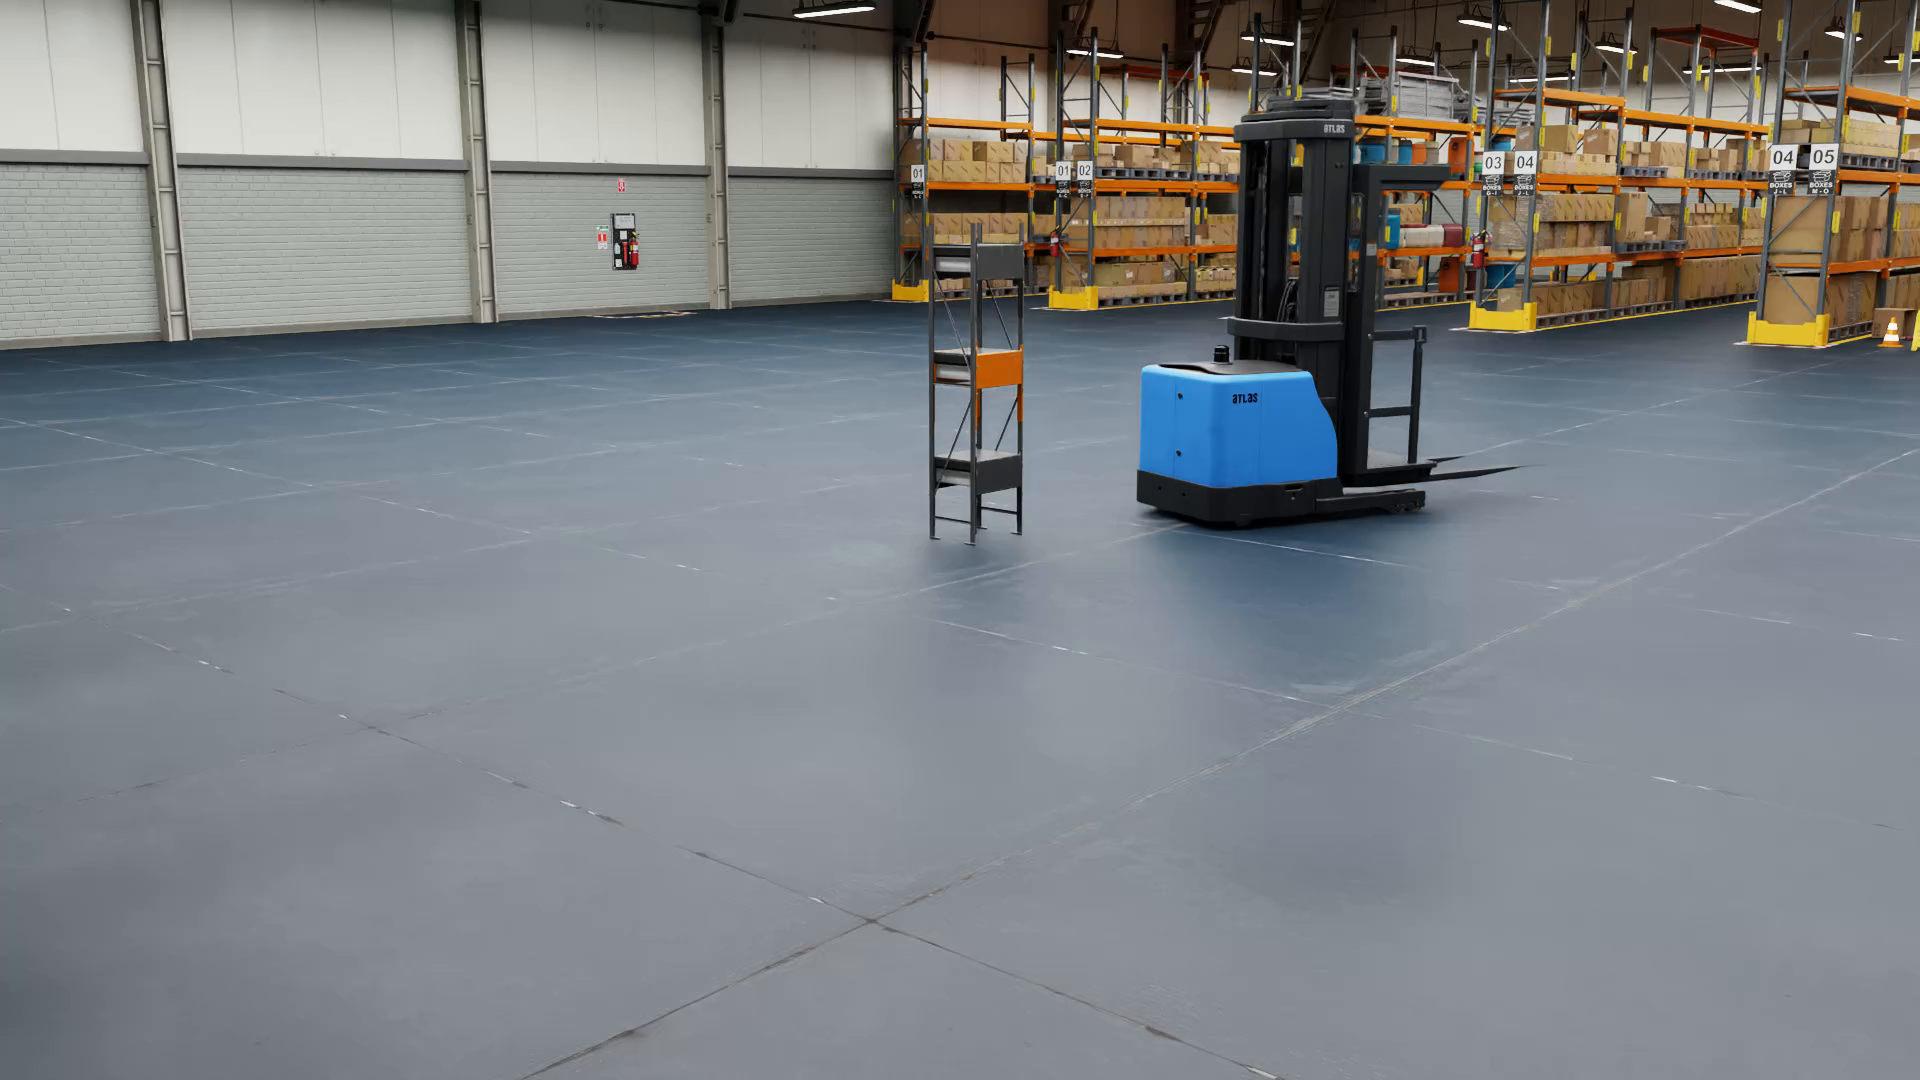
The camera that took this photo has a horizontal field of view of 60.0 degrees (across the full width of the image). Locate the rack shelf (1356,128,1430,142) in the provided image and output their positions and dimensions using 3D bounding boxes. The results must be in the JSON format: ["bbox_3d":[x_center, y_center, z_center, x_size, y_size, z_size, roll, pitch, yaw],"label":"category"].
[{"bbox_3d":[11.783,-11.295,46.633,1.077,0.370,4.000,10,15,40],"label":"rack shelf"}]

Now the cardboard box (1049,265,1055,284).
[{"bbox_3d":[2.235,-7.059,44.155,0.700,0.500,0.500,9,15,39],"label":"cardboard box"}]

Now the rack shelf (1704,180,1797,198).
[{"bbox_3d":[19.221,-8.545,40.511,1.077,0.370,4.000,10,15,40],"label":"rack shelf"}]

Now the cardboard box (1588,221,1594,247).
[{"bbox_3d":[11.920,-6.023,32.692,0.875,0.500,0.500,10,15,40],"label":"cardboard box"}]

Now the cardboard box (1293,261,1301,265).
[{"bbox_3d":[8.969,-7.510,44.500,0.500,0.250,0.500,9,15,39],"label":"cardboard box"}]

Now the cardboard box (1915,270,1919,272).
[{"bbox_3d":[19.557,-5.305,33.511,0.500,0.250,0.500,9,14,38],"label":"cardboard box"}]

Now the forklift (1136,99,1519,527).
[{"bbox_3d":[2.852,-1.709,12.285,3.031,2.935,1.130,-6,13,-27],"label":"forklift"}]

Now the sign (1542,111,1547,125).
[{"bbox_3d":[14.593,-10.540,41.543,0.100,0.325,0.005,10,15,40],"label":"sign"}]

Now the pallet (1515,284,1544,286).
[{"bbox_3d":[14.637,-6.518,43.307,1.003,0.211,1.213,10,15,40],"label":"pallet"}]

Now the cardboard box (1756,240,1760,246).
[{"bbox_3d":[19.034,-7.164,40.060,0.380,0.149,0.250,9,15,40],"label":"cardboard box"}]

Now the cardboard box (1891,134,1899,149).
[{"bbox_3d":[16.147,-6.992,29.195,0.500,0.250,0.500,10,15,40],"label":"cardboard box"}]

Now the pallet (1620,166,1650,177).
[{"bbox_3d":[13.108,-7.411,33.479,1.213,0.211,1.003,10,15,40],"label":"pallet"}]

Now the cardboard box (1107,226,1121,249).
[{"bbox_3d":[3.202,-6.842,37.553,0.700,0.500,0.500,10,15,42],"label":"cardboard box"}]

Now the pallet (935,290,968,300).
[{"bbox_3d":[-0.570,-6.047,40.946,1.003,0.211,1.213,10,15,40],"label":"pallet"}]

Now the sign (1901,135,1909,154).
[{"bbox_3d":[16.697,-6.991,29.373,0.100,0.325,0.005,10,15,40],"label":"sign"}]

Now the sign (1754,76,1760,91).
[{"bbox_3d":[18.317,-10.502,38.232,0.100,0.325,0.005,10,15,40],"label":"sign"}]

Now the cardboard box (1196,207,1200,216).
[{"bbox_3d":[6.623,-9.524,48.257,0.500,0.250,0.500,10,15,42],"label":"cardboard box"}]

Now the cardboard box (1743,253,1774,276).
[{"bbox_3d":[19.579,-6.646,41.181,0.875,0.875,0.875,10,15,40],"label":"cardboard box"}]

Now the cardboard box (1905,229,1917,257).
[{"bbox_3d":[17.493,-5.538,31.026,0.500,0.500,0.500,10,15,40],"label":"cardboard box"}]

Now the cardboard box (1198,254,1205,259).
[{"bbox_3d":[7.065,-8.453,49.527,0.380,0.149,0.250,10,15,40],"label":"cardboard box"}]

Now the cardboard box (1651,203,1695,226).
[{"bbox_3d":[15.756,-7.190,36.735,0.797,0.503,0.637,10,15,42],"label":"cardboard box"}]

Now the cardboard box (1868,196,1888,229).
[{"bbox_3d":[15.734,-5.756,29.233,0.875,0.550,0.550,10,15,40],"label":"cardboard box"}]

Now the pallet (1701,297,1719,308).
[{"bbox_3d":[16.643,-5.461,38.014,1.003,0.211,1.213,10,15,40],"label":"pallet"}]

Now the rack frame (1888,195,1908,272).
[{"bbox_3d":[18.920,-5.887,33.030,1.000,3.000,0.127,10,15,40],"label":"rack frame"}]

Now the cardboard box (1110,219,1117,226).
[{"bbox_3d":[3.300,-7.121,37.293,0.380,0.149,0.250,10,15,41],"label":"cardboard box"}]

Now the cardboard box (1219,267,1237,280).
[{"bbox_3d":[6.655,-6.624,41.233,0.500,0.311,0.500,10,15,42],"label":"cardboard box"}]

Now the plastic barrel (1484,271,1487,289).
[{"bbox_3d":[12.901,-6.505,41.401,0.421,0.512,0.421,0,11,0],"label":"plastic barrel"}]

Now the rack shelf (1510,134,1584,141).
[{"bbox_3d":[15.501,-10.460,43.463,1.077,0.370,4.000,10,15,40],"label":"rack shelf"}]

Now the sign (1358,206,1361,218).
[{"bbox_3d":[10.882,-8.910,45.207,0.100,0.325,0.005,10,15,40],"label":"sign"}]

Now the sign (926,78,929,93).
[{"bbox_3d":[-0.775,-10.656,39.003,0.100,0.325,0.005,10,15,40],"label":"sign"}]

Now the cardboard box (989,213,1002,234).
[{"bbox_3d":[0.712,-7.924,41.643,0.500,0.500,0.500,9,15,39],"label":"cardboard box"}]

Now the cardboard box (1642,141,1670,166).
[{"bbox_3d":[14.465,-8.058,34.709,0.500,0.500,0.500,10,15,41],"label":"cardboard box"}]

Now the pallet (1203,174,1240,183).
[{"bbox_3d":[6.705,-8.927,41.071,1.003,0.211,1.213,11,16,43],"label":"pallet"}]

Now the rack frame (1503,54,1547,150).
[{"bbox_3d":[14.181,-10.714,41.880,1.000,3.000,0.127,10,15,40],"label":"rack frame"}]

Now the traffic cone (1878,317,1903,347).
[{"bbox_3d":[15.056,-3.361,26.857,0.336,0.463,0.334,10,15,40],"label":"traffic cone"}]

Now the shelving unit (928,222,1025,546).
[{"bbox_3d":[0.109,-1.054,11.127,0.431,2.100,0.503,10,15,40],"label":"shelving unit"}]

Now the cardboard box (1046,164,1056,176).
[{"bbox_3d":[2.285,-9.670,43.466,0.500,0.311,0.500,10,15,42],"label":"cardboard box"}]

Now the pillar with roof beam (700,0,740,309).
[{"bbox_3d":[-2.097,-9.005,33.323,9.100,9.000,0.548,10,15,40],"label":"pillar with roof beam"}]

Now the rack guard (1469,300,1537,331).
[{"bbox_3d":[10.030,-4.152,30.723,1.175,0.500,0.348,10,15,40],"label":"rack guard"}]

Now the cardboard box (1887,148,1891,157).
[{"bbox_3d":[15.943,-6.731,28.911,0.380,0.149,0.250,10,15,41],"label":"cardboard box"}]

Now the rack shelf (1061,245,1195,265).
[{"bbox_3d":[3.861,-6.589,38.381,1.077,0.370,4.000,10,15,40],"label":"rack shelf"}]

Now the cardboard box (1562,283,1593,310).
[{"bbox_3d":[12.326,-4.882,33.303,0.500,0.500,0.500,9,15,39],"label":"cardboard box"}]

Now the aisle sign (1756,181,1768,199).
[{"bbox_3d":[20.364,-9.045,42.200,0.394,0.787,0.004,10,15,40],"label":"aisle sign"}]

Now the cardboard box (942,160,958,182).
[{"bbox_3d":[-0.393,-8.909,40.193,0.500,0.500,0.500,-11,16,-44],"label":"cardboard box"}]

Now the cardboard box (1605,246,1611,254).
[{"bbox_3d":[12.699,-5.762,33.044,0.380,0.149,0.250,10,15,40],"label":"cardboard box"}]

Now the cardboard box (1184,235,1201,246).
[{"bbox_3d":[5.474,-7.241,40.189,0.500,0.250,0.500,11,16,44],"label":"cardboard box"}]

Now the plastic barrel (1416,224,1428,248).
[{"bbox_3d":[10.466,-6.946,37.983,0.433,0.535,0.433,0,11,0],"label":"plastic barrel"}]

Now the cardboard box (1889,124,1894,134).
[{"bbox_3d":[15.944,-7.124,28.839,0.380,0.149,0.250,10,15,40],"label":"cardboard box"}]

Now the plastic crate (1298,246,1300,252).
[{"bbox_3d":[7.092,-5.968,34.105,0.298,0.136,0.250,10,15,40],"label":"plastic crate"}]

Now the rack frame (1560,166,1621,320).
[{"bbox_3d":[12.620,-5.955,33.368,1.000,3.000,0.127,10,15,40],"label":"rack frame"}]

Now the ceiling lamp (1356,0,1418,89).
[{"bbox_3d":[13.048,-15.515,51.010,2.000,3.185,0.800,10,15,40],"label":"ceiling lamp"}]

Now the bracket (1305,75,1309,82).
[{"bbox_3d":[11.052,-14.873,53.512,0.235,0.232,0.430,10,15,40],"label":"bracket"}]

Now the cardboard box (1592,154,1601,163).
[{"bbox_3d":[12.114,-7.343,32.025,0.380,0.149,0.250,9,15,39],"label":"cardboard box"}]

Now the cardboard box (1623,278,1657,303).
[{"bbox_3d":[14.477,-5.349,35.593,0.700,0.500,0.500,8,14,36],"label":"cardboard box"}]

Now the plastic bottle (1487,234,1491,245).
[{"bbox_3d":[12.866,-7.313,40.464,0.061,0.283,0.133,10,15,40],"label":"plastic bottle"}]
